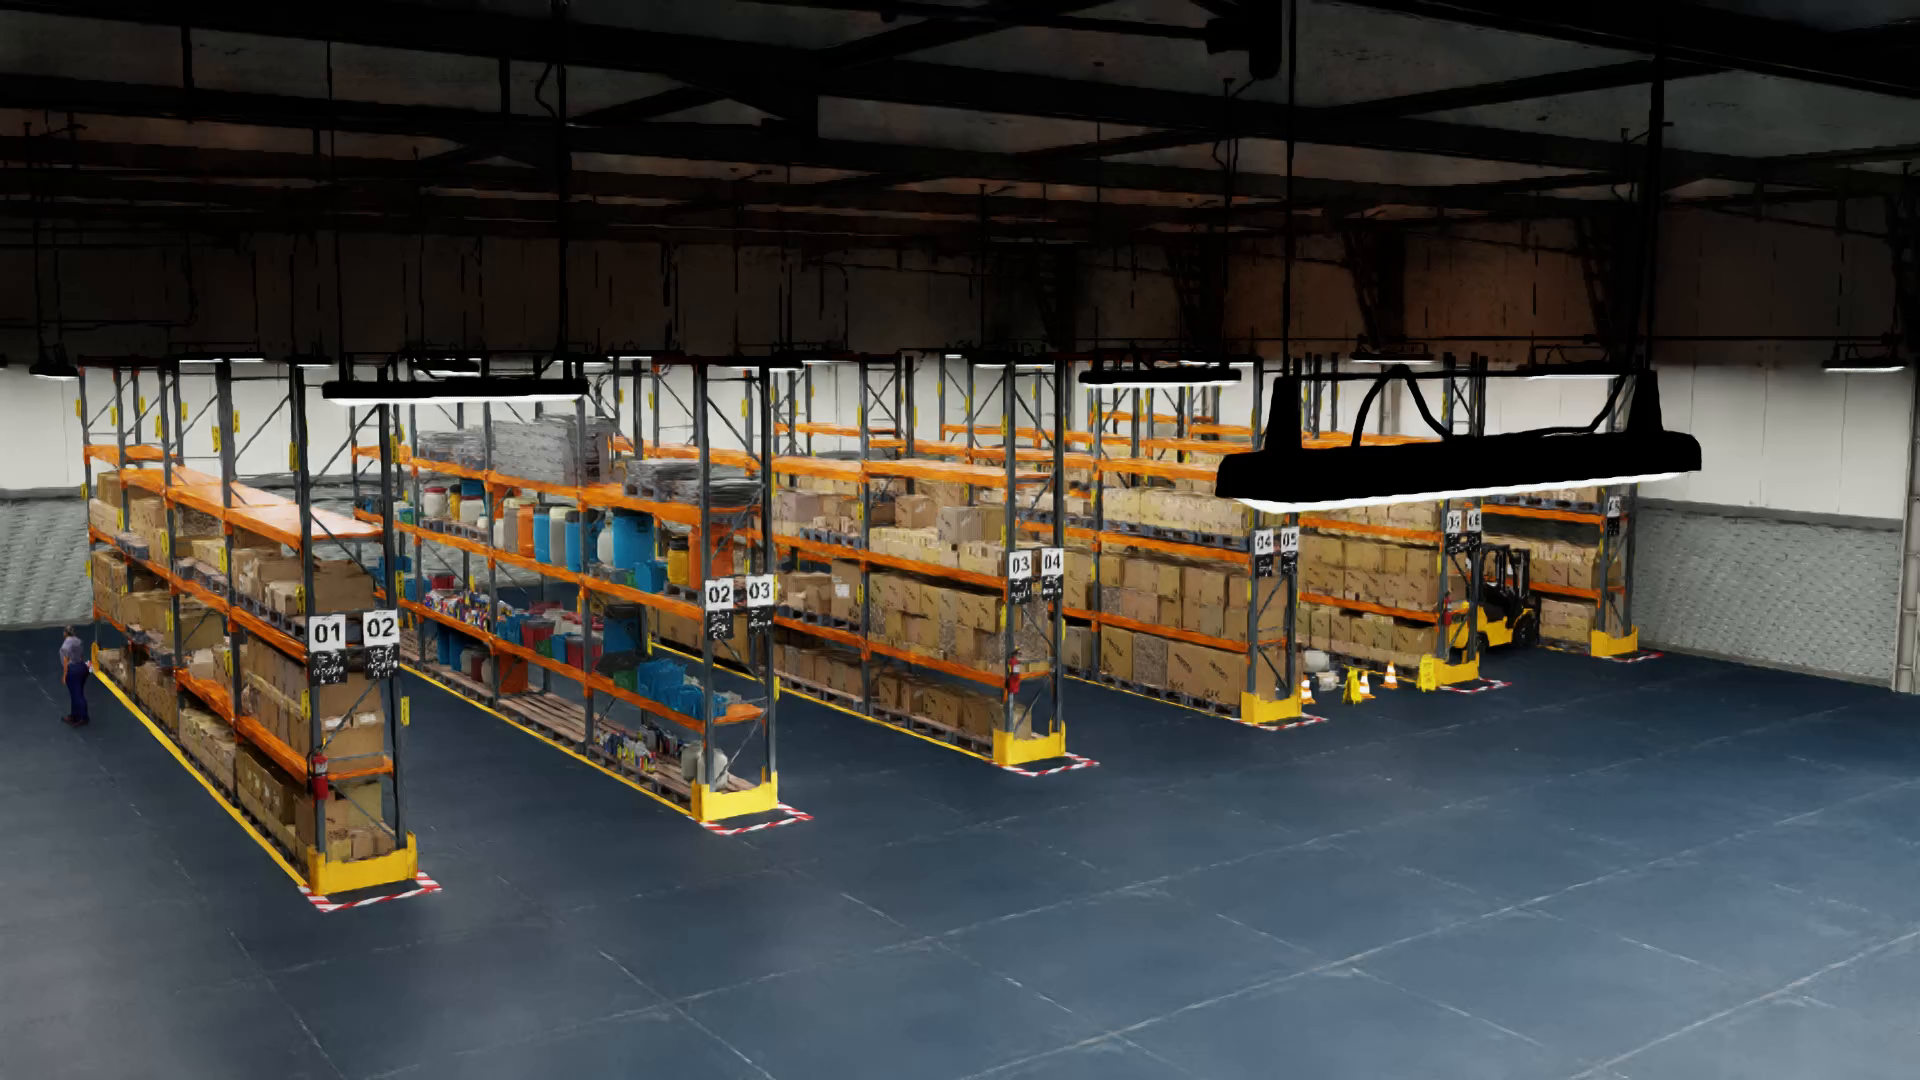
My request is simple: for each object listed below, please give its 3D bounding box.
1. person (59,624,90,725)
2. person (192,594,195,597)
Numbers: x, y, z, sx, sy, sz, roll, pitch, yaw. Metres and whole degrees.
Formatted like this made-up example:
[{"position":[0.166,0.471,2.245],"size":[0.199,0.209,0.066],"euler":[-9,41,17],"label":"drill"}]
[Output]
[{"position":[-14.616,2.192,27.370],"size":[0.556,1.644,0.598],"euler":[-1,7,-4],"label":"person"},{"position":[-16.521,1.140,35.536],"size":[0.470,1.763,0.695],"euler":[0,7,-4],"label":"person"}]
